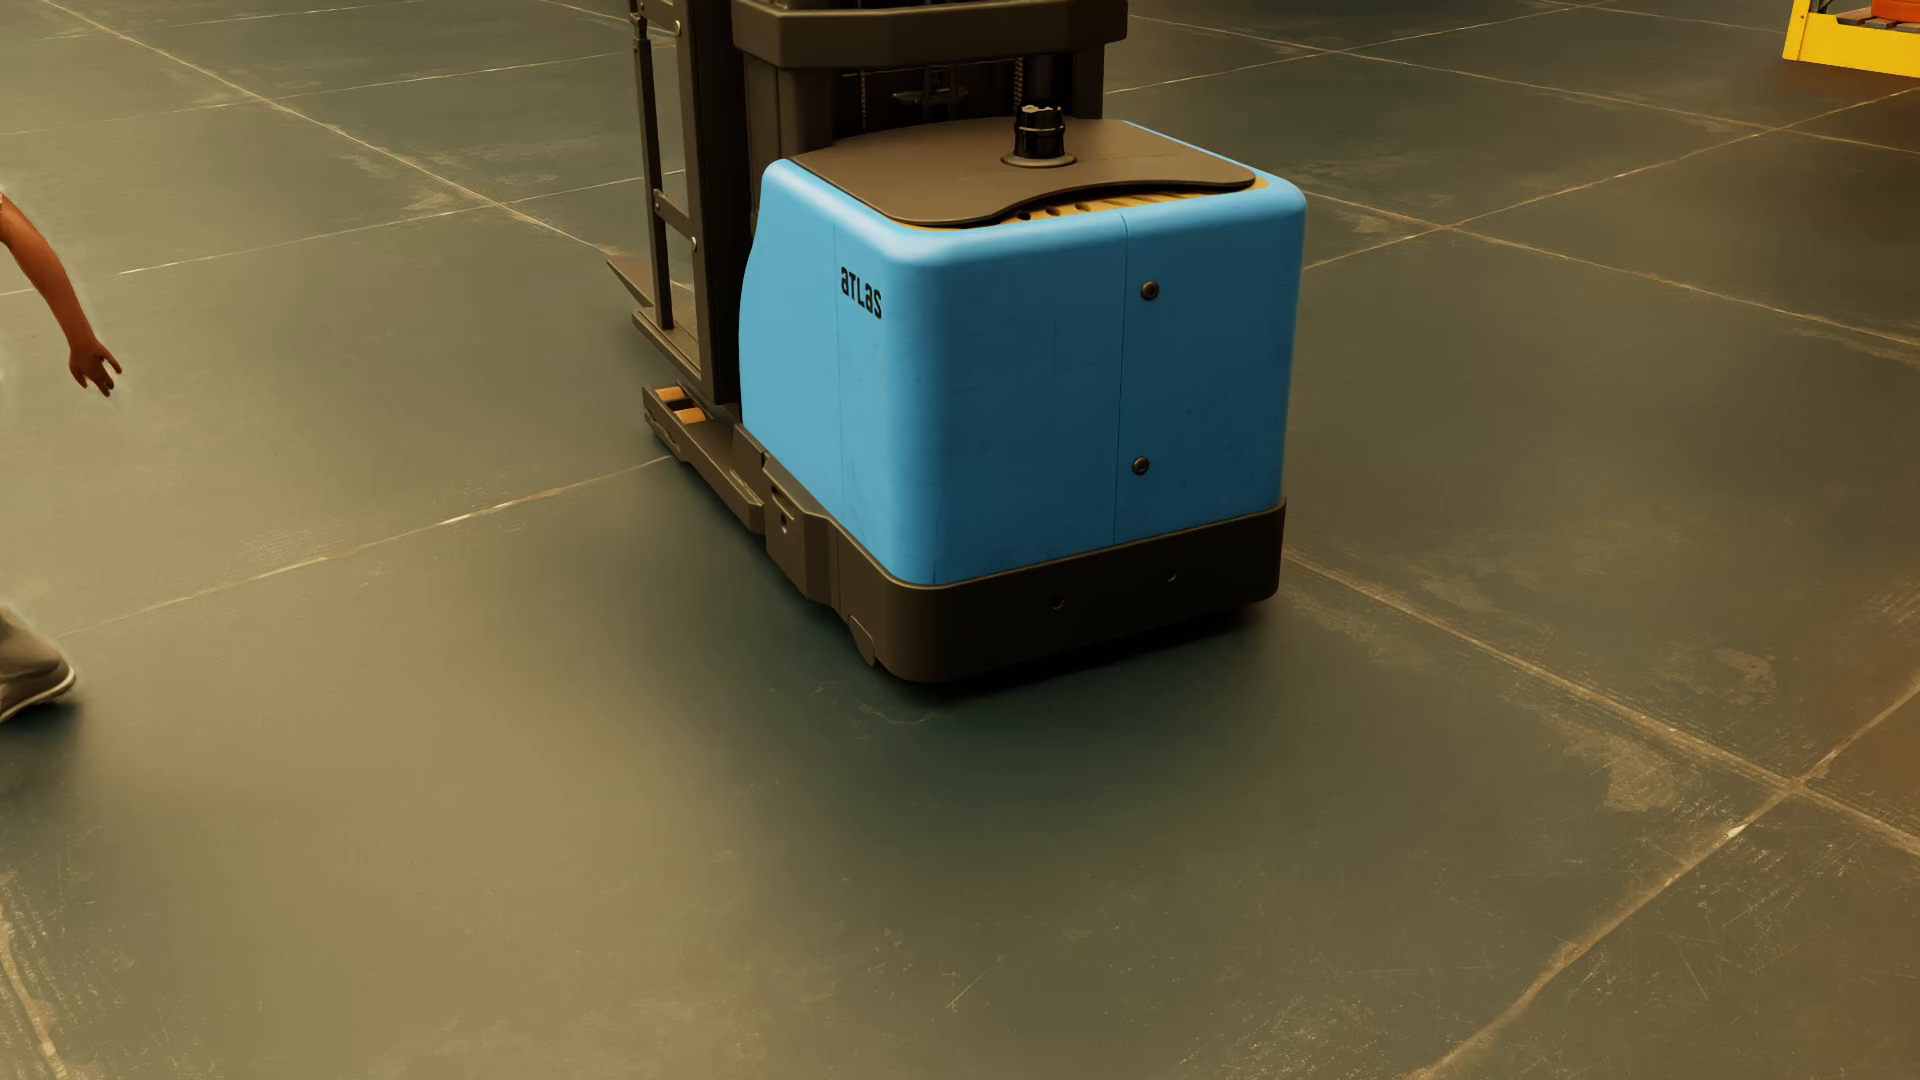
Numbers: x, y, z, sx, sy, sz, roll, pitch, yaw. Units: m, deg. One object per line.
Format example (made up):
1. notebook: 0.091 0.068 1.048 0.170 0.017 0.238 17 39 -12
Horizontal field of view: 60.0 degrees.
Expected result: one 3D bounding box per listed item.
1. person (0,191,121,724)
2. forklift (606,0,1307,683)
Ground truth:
1. person: -2.131 -0.252 3.281 0.542 1.662 0.728 19 32 34
2. forklift: -0.320 -1.619 4.466 1.130 2.935 3.031 -12 29 -24
